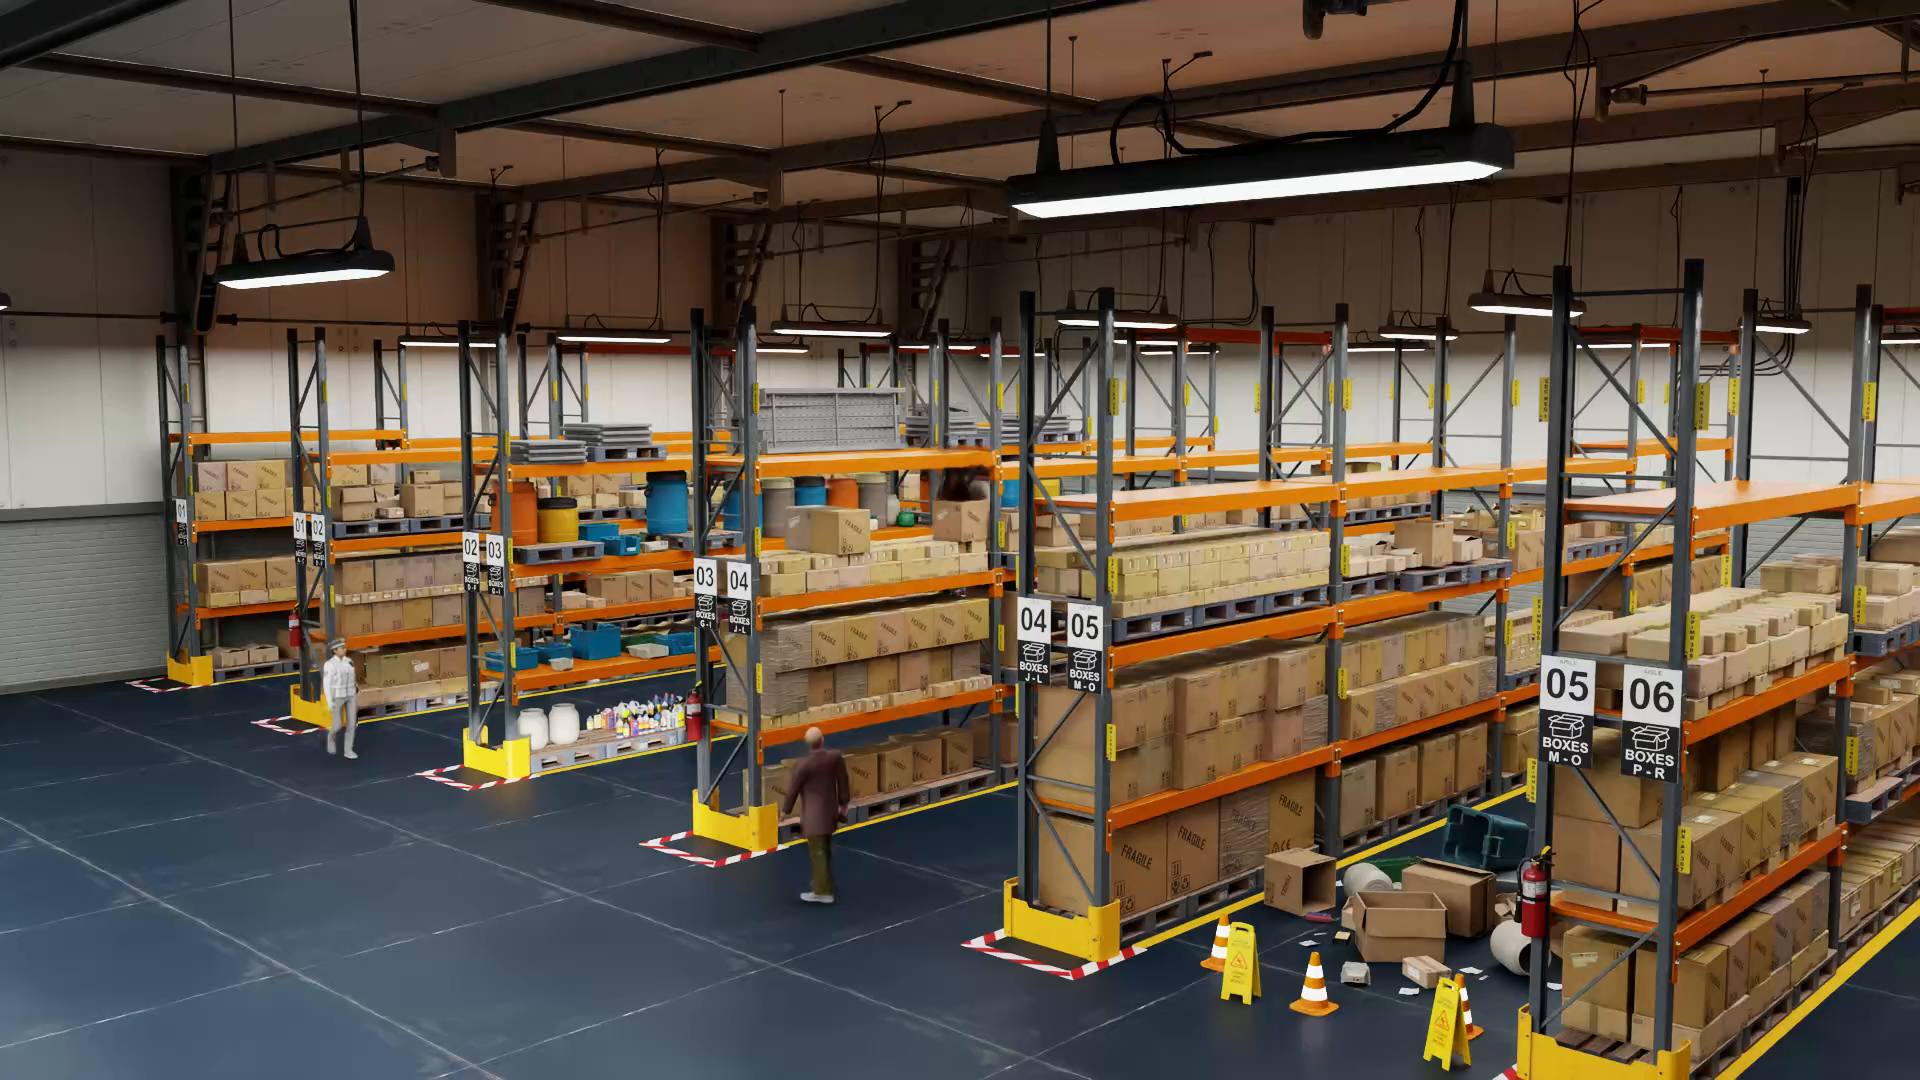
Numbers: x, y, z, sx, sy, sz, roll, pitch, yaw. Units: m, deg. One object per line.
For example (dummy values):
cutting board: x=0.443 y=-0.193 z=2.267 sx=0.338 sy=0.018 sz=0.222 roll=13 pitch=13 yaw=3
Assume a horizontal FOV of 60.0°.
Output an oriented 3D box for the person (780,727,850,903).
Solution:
person: x=-1.448 y=2.736 z=16.731 sx=0.642 sy=1.798 sz=0.681 roll=4 pitch=7 yaw=34

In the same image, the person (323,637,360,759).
person: x=-8.527 y=2.163 z=22.890 sx=0.506 sy=1.674 sz=0.507 roll=-5 pitch=7 yaw=-43

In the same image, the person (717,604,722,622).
person: x=-5.058 y=1.031 z=35.292 sx=0.503 sy=1.719 sz=0.392 roll=-5 pitch=7 yaw=-44
